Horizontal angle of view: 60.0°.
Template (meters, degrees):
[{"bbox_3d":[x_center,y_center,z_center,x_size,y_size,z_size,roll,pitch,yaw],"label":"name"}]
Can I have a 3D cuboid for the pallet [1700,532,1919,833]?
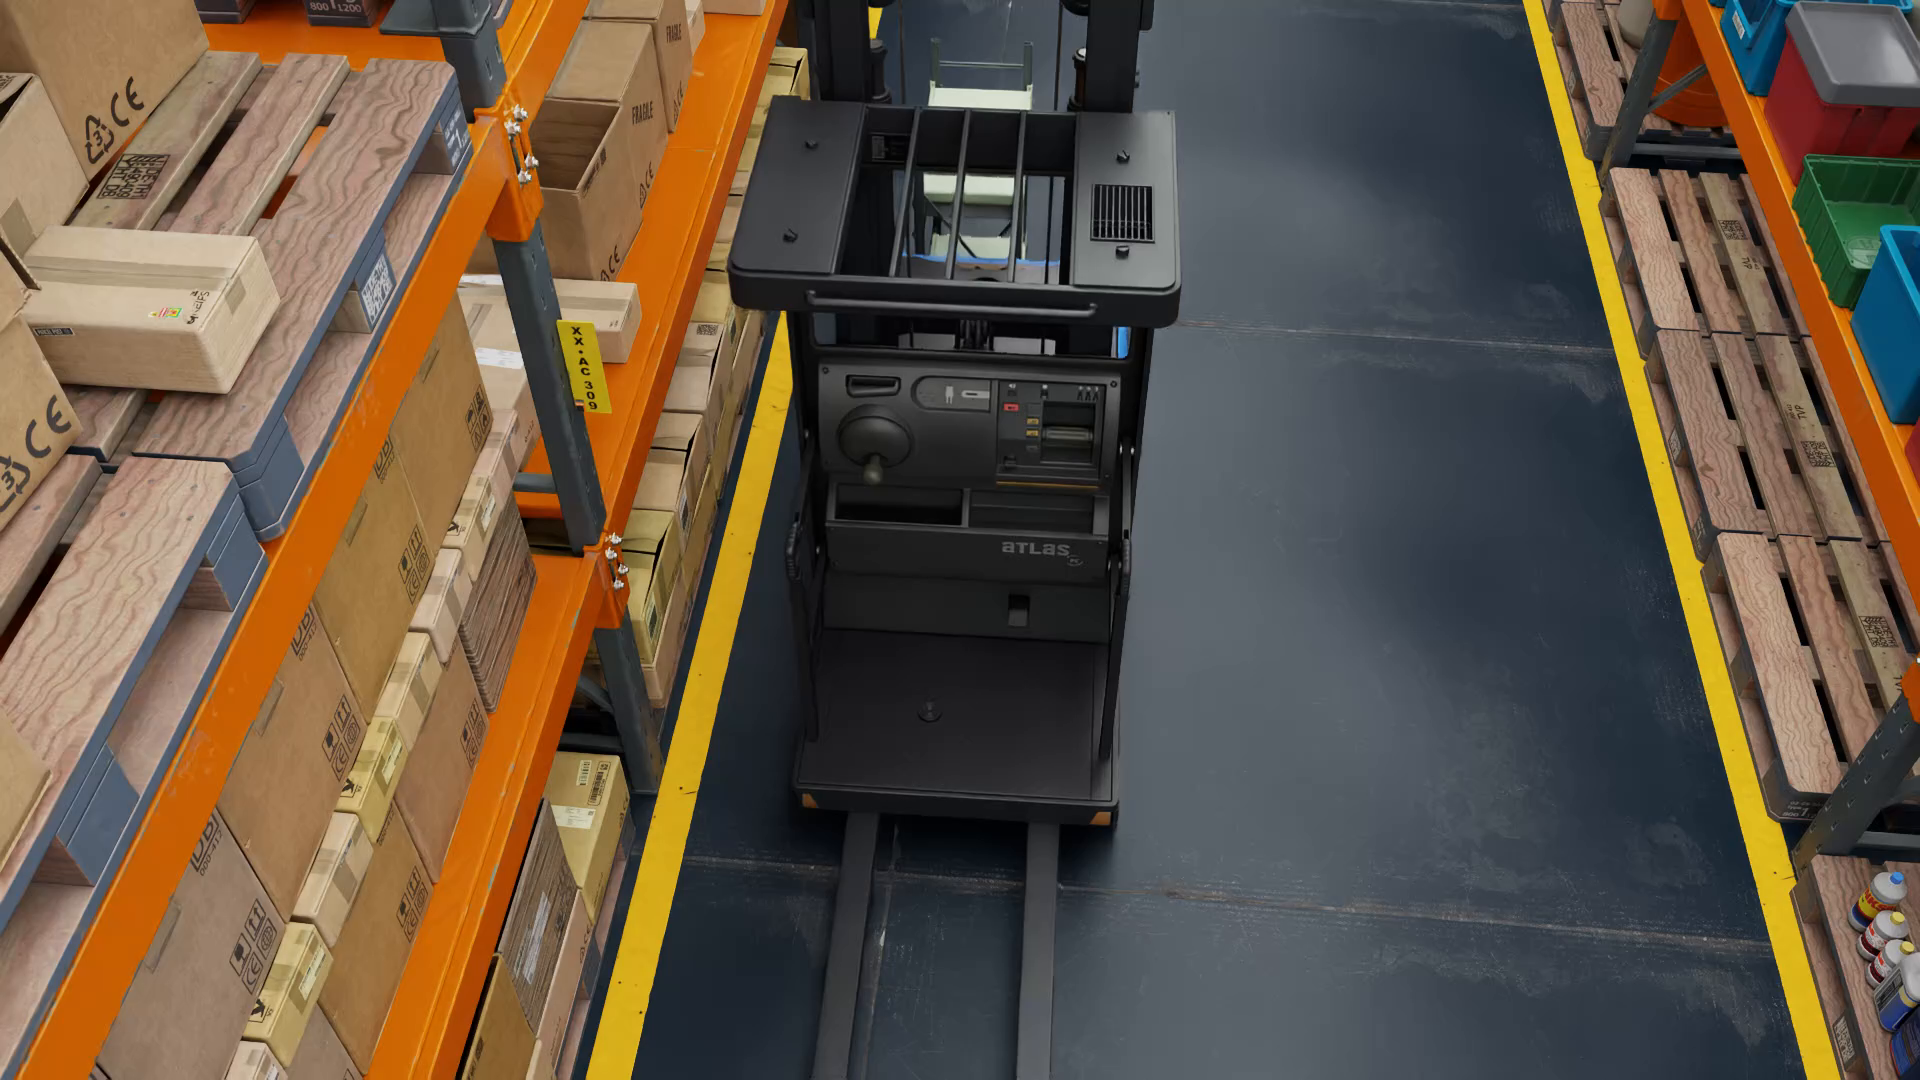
[{"bbox_3d":[3.397,0.514,6.137,1.003,0.211,1.213,4,48,4],"label":"pallet"}]

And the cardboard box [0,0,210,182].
[{"bbox_3d":[-1.877,-1.066,3.212,0.500,0.500,0.500,7,48,7],"label":"cardboard box"}]

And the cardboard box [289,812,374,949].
[{"bbox_3d":[-1.497,0.711,3.560,0.380,0.149,0.250,5,48,5],"label":"cardboard box"}]

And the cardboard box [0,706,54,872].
[{"bbox_3d":[-1.509,0.319,1.946,0.500,0.500,0.500,4,48,4],"label":"cardboard box"}]

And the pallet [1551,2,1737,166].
[{"bbox_3d":[3.759,-2.428,8.828,1.003,0.211,1.213,4,48,4],"label":"pallet"}]

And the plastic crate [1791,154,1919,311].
[{"bbox_3d":[3.242,-1.075,5.844,0.450,0.188,0.662,4,48,4],"label":"plastic crate"}]

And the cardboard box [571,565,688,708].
[{"bbox_3d":[-1.285,0.323,6.001,0.500,0.250,0.500,3,48,3],"label":"cardboard box"}]

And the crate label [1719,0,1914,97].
[{"bbox_3d":[3.369,-2.087,6.602,0.502,0.435,0.616,4,48,4],"label":"crate label"}]

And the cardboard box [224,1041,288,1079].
[{"bbox_3d":[-1.542,1.100,3.204,0.380,0.149,0.250,4,48,4],"label":"cardboard box"}]

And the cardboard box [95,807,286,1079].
[{"bbox_3d":[-1.740,0.778,3.059,0.700,0.500,0.500,4,48,4],"label":"cardboard box"}]

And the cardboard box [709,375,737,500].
[{"bbox_3d":[-1.193,-0.433,6.692,0.500,0.250,0.500,3,48,2],"label":"cardboard box"}]

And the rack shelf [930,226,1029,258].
[{"bbox_3d":[0.059,-0.953,7.047,0.431,0.370,0.720,3,48,3],"label":"rack shelf"}]

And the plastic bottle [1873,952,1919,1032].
[{"bbox_3d":[2.896,1.367,5.014,0.152,0.276,0.135,5,48,5],"label":"plastic bottle"}]

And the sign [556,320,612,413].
[{"bbox_3d":[-1.016,-0.466,4.503,0.100,0.325,0.005,4,48,4],"label":"sign"}]

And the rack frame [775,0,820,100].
[{"bbox_3d":[-1.204,-3.123,7.573,1.000,3.000,0.127,4,48,4],"label":"rack frame"}]

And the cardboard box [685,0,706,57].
[{"bbox_3d":[-1.264,-2.097,6.806,0.380,0.149,0.250,7,48,6],"label":"cardboard box"}]

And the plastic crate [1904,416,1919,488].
[{"bbox_3d":[3.103,-0.246,4.899,0.402,0.464,0.583,4,48,4],"label":"plastic crate"}]

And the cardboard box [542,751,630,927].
[{"bbox_3d":[-1.393,0.958,5.420,0.500,0.250,0.500,4,48,4],"label":"cardboard box"}]

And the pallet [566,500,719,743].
[{"bbox_3d":[-1.540,0.214,6.412,1.003,0.211,1.213,4,48,4],"label":"pallet"}]

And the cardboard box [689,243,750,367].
[{"bbox_3d":[-1.144,-1.003,6.834,0.500,0.311,0.500,5,48,5],"label":"cardboard box"}]

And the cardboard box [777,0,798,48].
[{"bbox_3d":[-0.878,-2.743,8.622,0.500,0.500,0.500,6,48,5],"label":"cardboard box"}]

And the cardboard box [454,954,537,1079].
[{"bbox_3d":[-1.492,1.439,4.471,0.500,0.500,0.500,4,48,4],"label":"cardboard box"}]

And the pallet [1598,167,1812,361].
[{"bbox_3d":[3.619,-1.279,7.777,1.003,0.211,1.213,4,48,4],"label":"pallet"}]

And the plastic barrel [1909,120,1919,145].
[{"bbox_3d":[3.809,-1.745,6.237,0.421,0.512,0.421,0,48,0],"label":"plastic barrel"}]

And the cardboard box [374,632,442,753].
[{"bbox_3d":[-1.449,0.345,3.894,0.380,0.149,0.250,4,48,3],"label":"cardboard box"}]

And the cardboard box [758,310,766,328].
[{"bbox_3d":[-1.101,-1.185,7.380,0.500,0.250,0.500,5,48,4],"label":"cardboard box"}]

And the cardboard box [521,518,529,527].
[{"bbox_3d":[-1.817,0.097,5.828,0.500,0.311,0.500,4,48,4],"label":"cardboard box"}]

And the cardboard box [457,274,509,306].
[{"bbox_3d":[-1.671,-0.797,5.537,0.396,0.266,0.258,3,48,3],"label":"cardboard box"}]

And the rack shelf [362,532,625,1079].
[{"bbox_3d":[-1.751,1.529,3.806,1.077,0.370,4.000,4,48,4],"label":"rack shelf"}]

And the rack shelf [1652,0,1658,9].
[{"bbox_3d":[3.911,-4.014,8.876,1.077,0.370,4.000,4,48,4],"label":"rack shelf"}]

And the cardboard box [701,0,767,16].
[{"bbox_3d":[-1.011,-2.359,7.045,0.380,0.149,0.250,4,48,4],"label":"cardboard box"}]

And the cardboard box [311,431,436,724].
[{"bbox_3d":[-1.647,0.043,3.731,0.700,0.500,0.500,4,48,3],"label":"cardboard box"}]

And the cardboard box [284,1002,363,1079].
[{"bbox_3d":[-1.739,1.242,3.513,0.700,0.500,0.500,5,48,5],"label":"cardboard box"}]

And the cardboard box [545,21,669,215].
[{"bbox_3d":[-1.389,-1.536,6.054,0.500,0.500,0.500,4,48,4],"label":"cardboard box"}]

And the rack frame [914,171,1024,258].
[{"bbox_3d":[0.033,-0.904,6.561,0.400,1.500,0.023,3,48,3],"label":"rack frame"}]

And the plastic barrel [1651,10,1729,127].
[{"bbox_3d":[3.756,-2.557,8.242,0.600,0.830,0.708,4,48,4],"label":"plastic barrel"}]

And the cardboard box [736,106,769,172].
[{"bbox_3d":[-1.047,-1.742,7.509,0.500,0.311,0.500,3,48,3],"label":"cardboard box"}]

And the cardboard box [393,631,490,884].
[{"bbox_3d":[-1.644,0.497,4.195,0.700,0.500,0.500,3,48,3],"label":"cardboard box"}]

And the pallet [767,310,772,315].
[{"bbox_3d":[-1.318,-1.579,8.052,1.003,0.211,1.213,4,48,4],"label":"pallet"}]

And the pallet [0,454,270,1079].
[{"bbox_3d":[-1.734,0.357,2.418,1.003,0.211,1.213,4,48,4],"label":"pallet"}]

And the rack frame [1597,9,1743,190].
[{"bbox_3d":[3.729,-2.787,7.266,1.000,3.000,0.127,4,48,4],"label":"rack frame"}]

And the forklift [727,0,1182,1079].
[{"bbox_3d":[0.013,-0.251,4.993,1.130,2.935,3.031,3,48,3],"label":"forklift"}]

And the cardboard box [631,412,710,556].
[{"bbox_3d":[-1.232,-0.241,6.136,0.500,0.311,0.500,3,48,3],"label":"cardboard box"}]

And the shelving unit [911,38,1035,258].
[{"bbox_3d":[0.059,-1.174,6.807,0.431,1.500,0.755,3,48,3],"label":"shelving unit"}]

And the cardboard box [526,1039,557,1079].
[{"bbox_3d":[-1.479,1.693,4.747,0.500,0.250,0.500,4,48,4],"label":"cardboard box"}]

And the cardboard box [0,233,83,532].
[{"bbox_3d":[-1.844,-0.218,2.434,0.797,0.503,0.637,9,48,8],"label":"cardboard box"}]

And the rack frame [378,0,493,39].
[{"bbox_3d":[-1.568,-2.208,2.671,1.000,3.000,0.127,4,48,4],"label":"rack frame"}]

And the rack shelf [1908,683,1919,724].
[{"bbox_3d":[3.182,1.865,3.499,1.077,0.370,4.000,4,48,4],"label":"rack shelf"}]

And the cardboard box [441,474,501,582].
[{"bbox_3d":[-1.404,-0.040,4.247,0.380,0.149,0.250,3,48,3],"label":"cardboard box"}]

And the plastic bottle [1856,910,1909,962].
[{"bbox_3d":[2.889,1.228,5.193,0.097,0.201,0.097,0,48,0],"label":"plastic bottle"}]
